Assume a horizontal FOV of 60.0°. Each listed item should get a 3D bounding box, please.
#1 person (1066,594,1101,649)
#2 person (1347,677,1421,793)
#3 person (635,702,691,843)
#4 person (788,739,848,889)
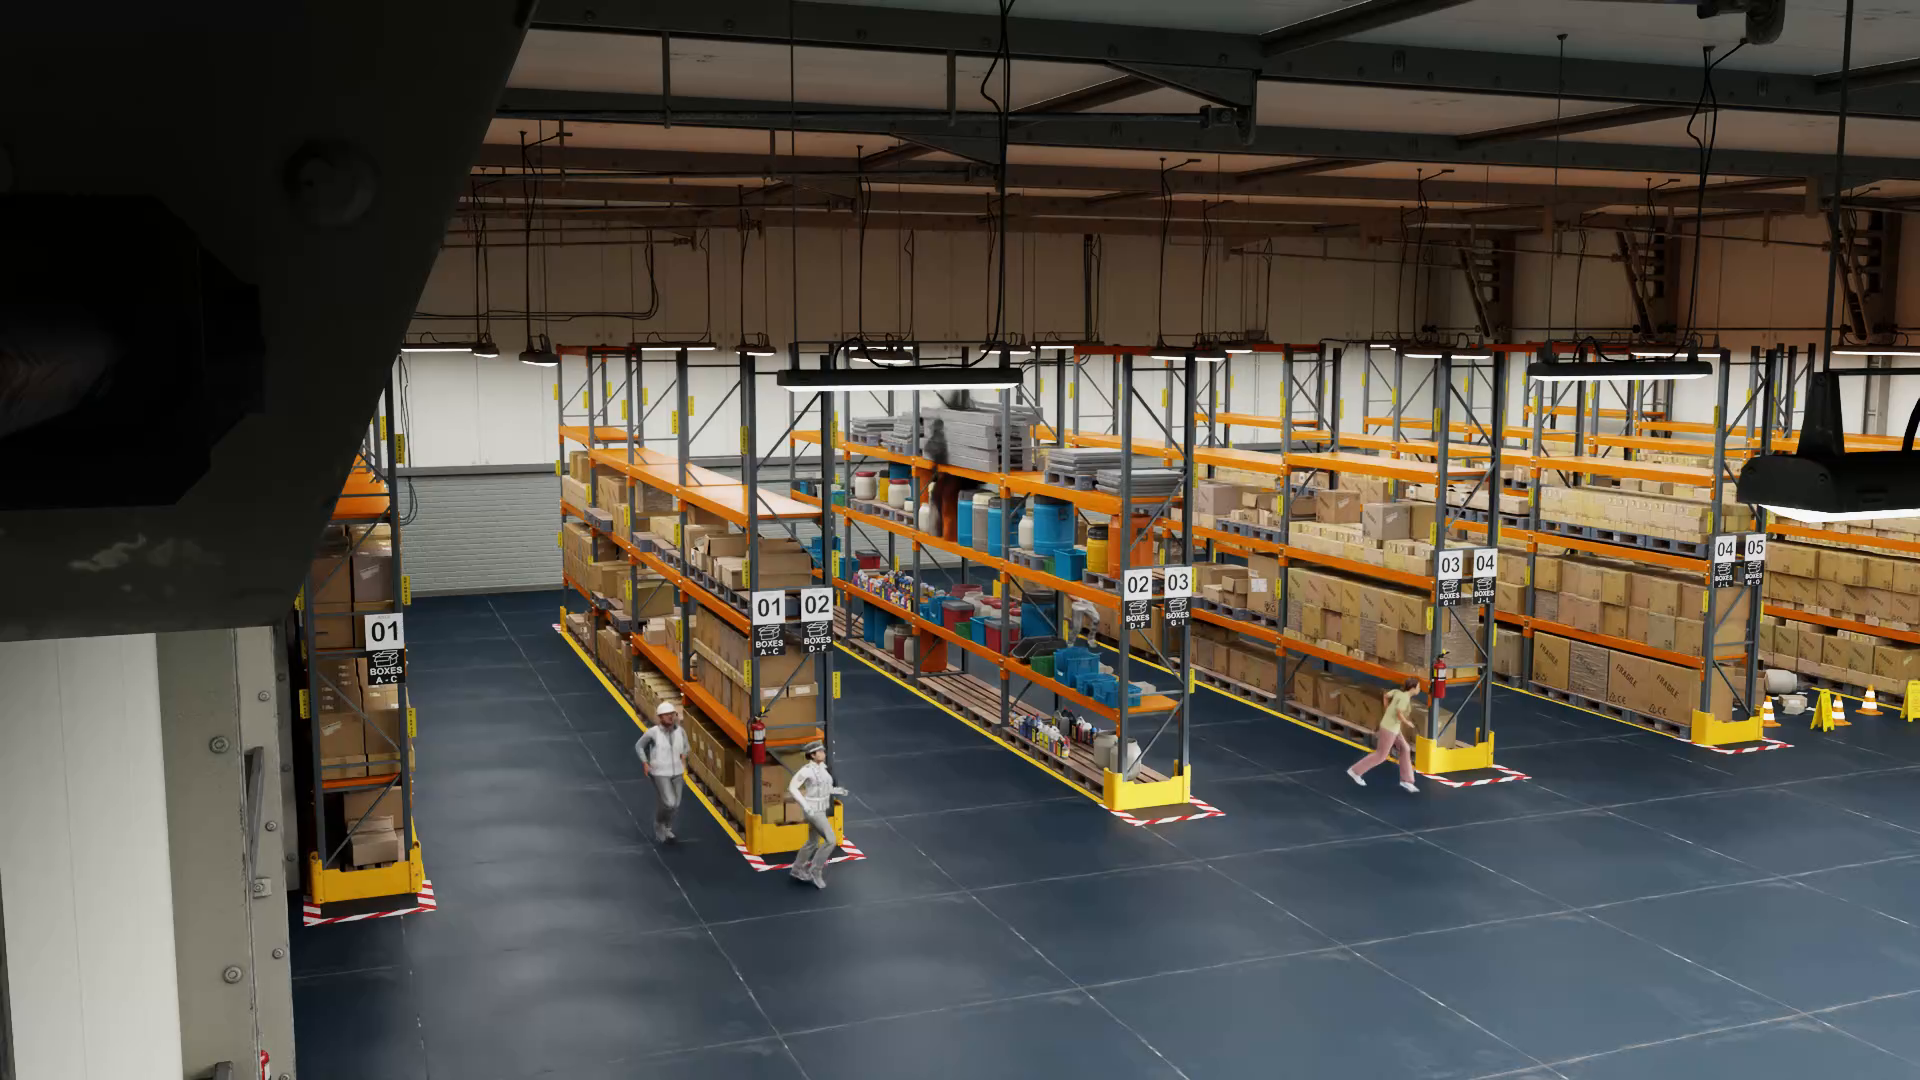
[{"bbox_3d":[2.377,1.339,32.090,0.703,1.754,0.888,-4,8,-26],"label":"person"},{"bbox_3d":[5.827,2.670,22.814,1.004,1.625,0.614,0,7,0],"label":"person"},{"bbox_3d":[-3.588,2.864,20.447,0.637,1.740,0.659,-5,9,-37],"label":"person"},{"bbox_3d":[-1.626,3.107,18.937,0.695,1.716,0.588,2,7,15],"label":"person"}]
